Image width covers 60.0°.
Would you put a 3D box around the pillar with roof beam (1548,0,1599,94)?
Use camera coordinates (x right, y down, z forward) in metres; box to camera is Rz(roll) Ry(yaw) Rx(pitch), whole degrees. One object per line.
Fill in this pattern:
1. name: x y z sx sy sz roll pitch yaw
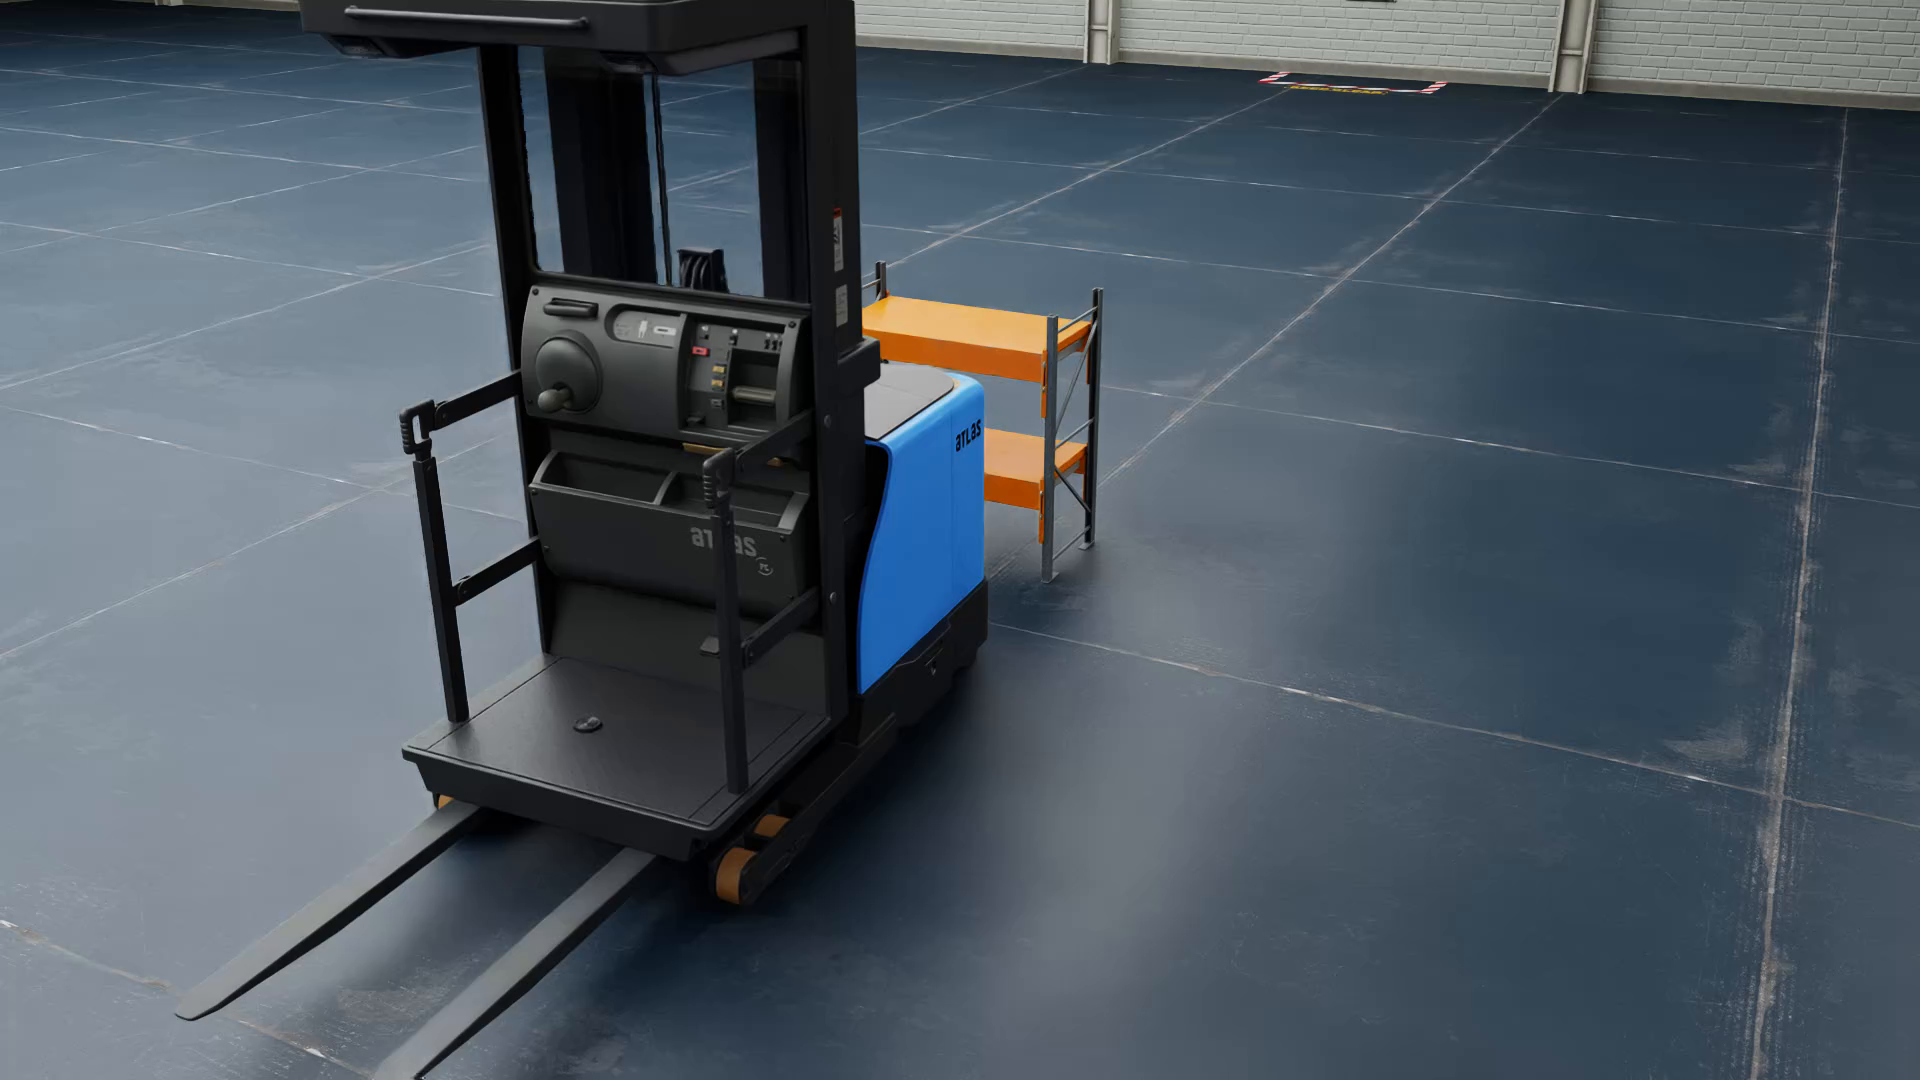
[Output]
1. pillar with roof beam: 5.308 -7.999 14.560 0.400 9.000 9.100 11 25 25

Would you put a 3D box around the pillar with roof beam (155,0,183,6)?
1. pillar with roof beam: -16.110 -12.236 24.525 0.400 9.000 9.100 11 25 25

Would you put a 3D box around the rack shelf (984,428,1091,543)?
1. rack shelf: 0.006 -0.291 7.123 1.000 0.278 0.538 11 25 25

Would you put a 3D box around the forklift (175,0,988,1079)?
1. forklift: -0.965 -0.490 4.657 1.130 2.935 3.031 10 25 22

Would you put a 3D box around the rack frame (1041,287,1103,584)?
1. rack frame: 0.460 -0.427 6.816 0.032 1.125 0.500 11 25 25

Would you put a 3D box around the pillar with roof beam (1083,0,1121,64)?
1. pillar with roof beam: -0.047 -9.058 17.051 0.400 9.000 9.100 11 25 25

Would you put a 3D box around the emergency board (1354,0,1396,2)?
1. emergency board: 5.063 -7.199 20.345 0.626 1.169 0.157 11 25 25

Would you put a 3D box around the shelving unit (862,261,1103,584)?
1. shelving unit: 0.006 -0.516 7.027 1.048 1.125 0.538 11 25 25

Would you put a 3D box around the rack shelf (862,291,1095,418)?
1. rack shelf: 0.006 -0.786 6.913 1.000 0.278 0.538 11 25 25

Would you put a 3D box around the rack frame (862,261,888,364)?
1. rack frame: -0.448 -0.606 7.238 0.032 1.125 0.500 11 25 25
